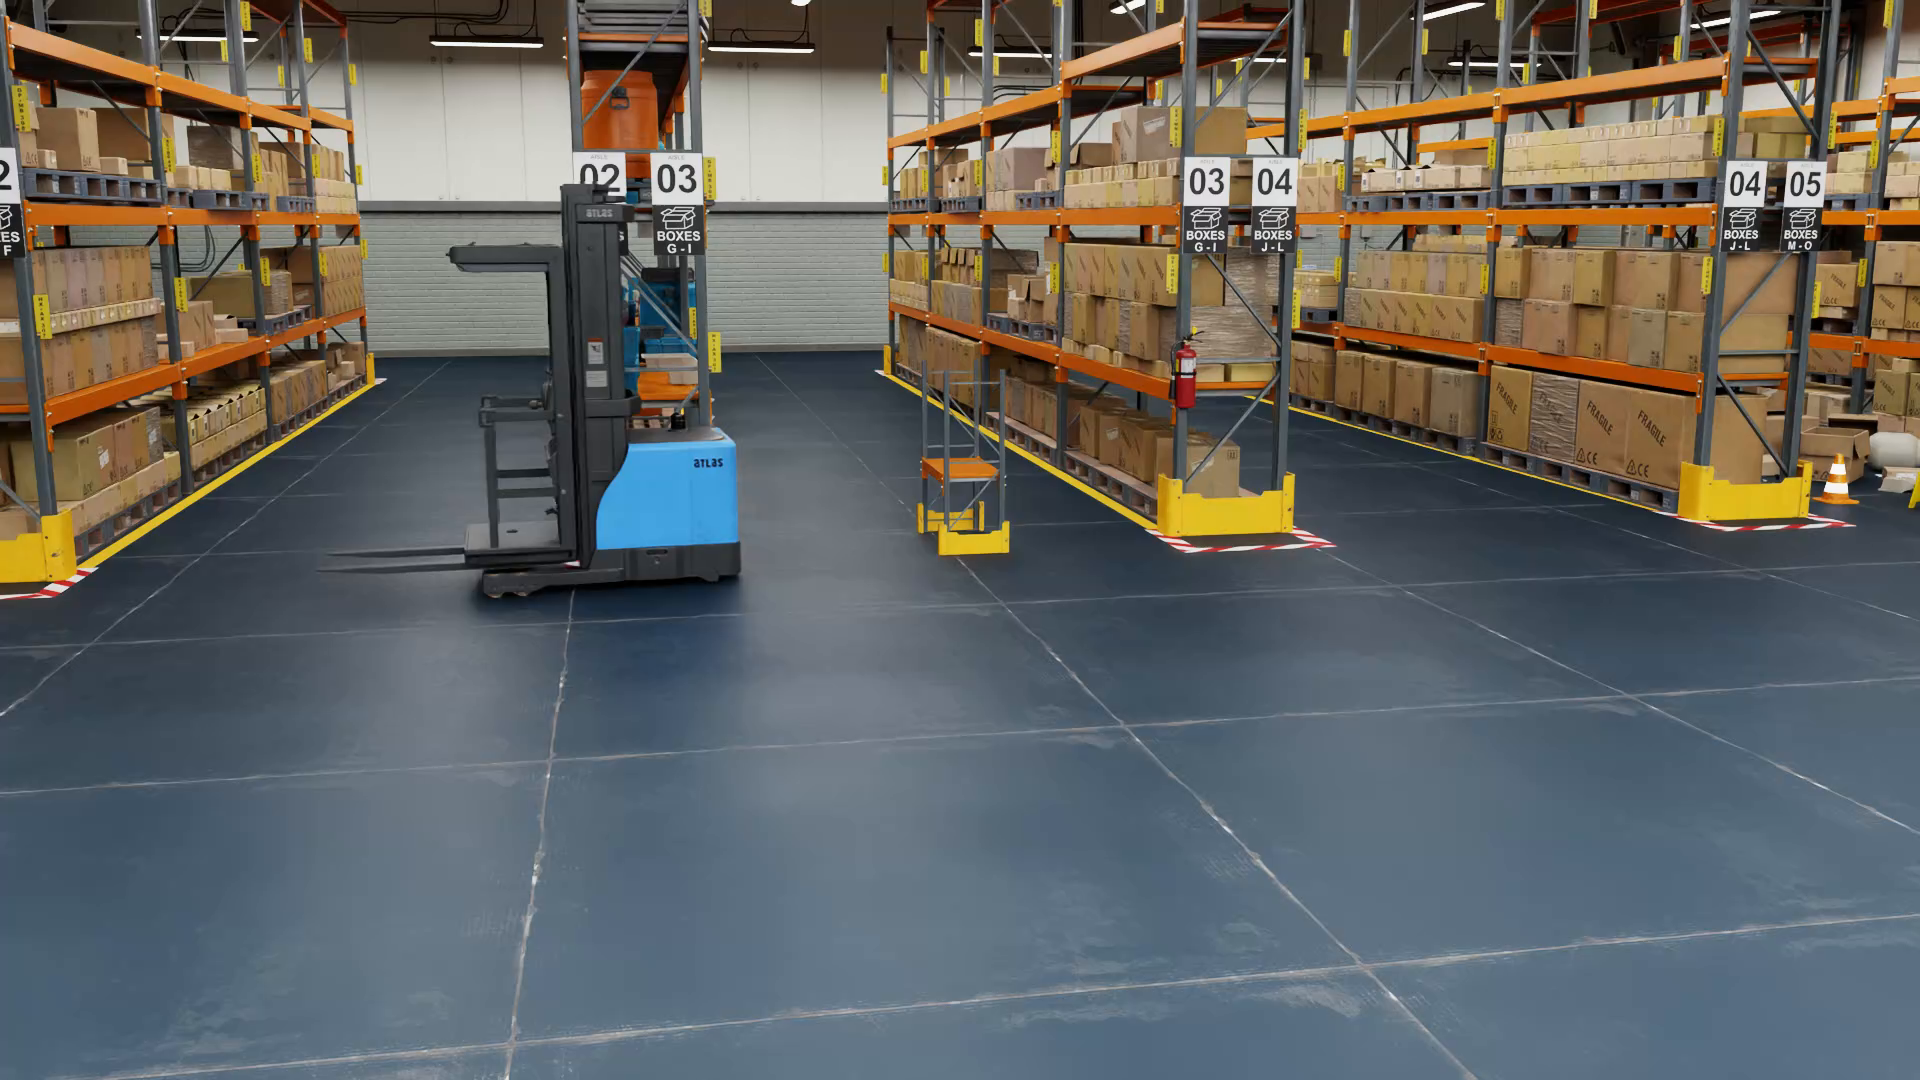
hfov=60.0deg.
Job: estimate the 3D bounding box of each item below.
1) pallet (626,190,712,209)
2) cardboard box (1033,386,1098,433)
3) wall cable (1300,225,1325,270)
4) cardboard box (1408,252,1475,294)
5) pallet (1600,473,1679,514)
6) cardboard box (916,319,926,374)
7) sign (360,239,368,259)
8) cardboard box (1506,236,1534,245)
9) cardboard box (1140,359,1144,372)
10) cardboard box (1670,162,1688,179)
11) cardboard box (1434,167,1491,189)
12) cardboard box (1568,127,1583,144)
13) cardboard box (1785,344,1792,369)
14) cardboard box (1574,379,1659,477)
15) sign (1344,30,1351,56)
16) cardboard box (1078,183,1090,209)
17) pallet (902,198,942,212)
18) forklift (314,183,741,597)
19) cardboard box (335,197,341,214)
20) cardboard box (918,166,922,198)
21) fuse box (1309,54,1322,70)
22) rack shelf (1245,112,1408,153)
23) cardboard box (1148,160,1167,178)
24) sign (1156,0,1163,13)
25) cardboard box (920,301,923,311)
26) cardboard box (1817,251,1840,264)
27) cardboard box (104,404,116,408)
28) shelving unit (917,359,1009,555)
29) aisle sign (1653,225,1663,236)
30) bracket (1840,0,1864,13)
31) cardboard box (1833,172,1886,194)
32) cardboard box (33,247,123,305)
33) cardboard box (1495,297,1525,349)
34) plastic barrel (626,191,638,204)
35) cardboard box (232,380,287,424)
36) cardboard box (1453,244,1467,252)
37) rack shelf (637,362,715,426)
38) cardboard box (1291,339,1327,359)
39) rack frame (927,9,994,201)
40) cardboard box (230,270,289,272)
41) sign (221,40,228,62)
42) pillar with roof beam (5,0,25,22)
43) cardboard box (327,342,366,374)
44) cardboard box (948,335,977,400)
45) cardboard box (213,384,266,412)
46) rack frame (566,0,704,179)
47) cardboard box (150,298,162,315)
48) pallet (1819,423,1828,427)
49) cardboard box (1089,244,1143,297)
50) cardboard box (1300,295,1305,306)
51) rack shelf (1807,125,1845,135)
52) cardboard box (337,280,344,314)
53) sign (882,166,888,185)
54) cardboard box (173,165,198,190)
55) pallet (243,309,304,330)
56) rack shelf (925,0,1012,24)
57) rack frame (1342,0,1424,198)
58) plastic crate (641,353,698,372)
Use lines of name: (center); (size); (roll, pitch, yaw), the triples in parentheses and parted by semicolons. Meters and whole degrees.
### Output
pallet: (-3.059, -3.344, 16.227); (1.213, 0.211, 1.003); (-2, 11, -11)
cardboard box: (1.281, -1.565, 19.904); (0.700, 0.500, 0.500); (-3, 11, -16)
wall cable: (7.830, -6.381, 36.901); (0.585, 1.953, 0.123); (-2, 11, -11)
cardboard box: (6.049, -3.345, 20.807); (0.700, 0.500, 0.500); (-2, 11, -12)
pallet: (6.994, -0.474, 16.125); (1.003, 0.211, 1.213); (-2, 11, -11)
cardboard box: (-0.218, -3.191, 27.500); (0.875, 0.875, 0.875); (-2, 11, -11)
sign: (-9.940, -4.854, 27.736); (0.100, 0.325, 0.005); (-2, 11, -11)
cardboard box: (9.356, -5.004, 27.788); (0.380, 0.149, 0.250); (-2, 11, -12)
cardboard box: (1.895, -1.644, 15.482); (0.380, 0.149, 0.250); (-2, 11, -11)
cardboard box: (6.781, -3.401, 15.302); (0.380, 0.149, 0.250); (-2, 11, -11)
cardboard box: (5.992, -4.308, 19.796); (0.500, 0.250, 0.500); (-2, 11, -11)
cardboard box: (6.434, -4.119, 16.941); (0.380, 0.149, 0.250); (-2, 11, -11)
cardboard box: (14.469, -3.163, 28.353); (0.500, 0.500, 0.500); (-2, 11, -9)
cardboard box: (6.856, -1.146, 16.757); (0.875, 0.875, 0.875); (-2, 11, -12)
sign: (5.140, -6.591, 22.049); (0.100, 0.325, 0.005); (-2, 11, -11)
cardboard box: (1.507, -3.484, 16.855); (0.500, 0.250, 0.500); (-2, 11, -12)
pallet: (-0.376, -5.543, 27.513); (1.003, 0.211, 1.213); (-2, 11, -11)
forklift: (-3.225, -1.135, 12.320); (3.031, 2.935, 1.130); (-3, 11, -15)
cardboard box: (-9.852, -5.153, 25.628); (0.500, 0.250, 0.500); (-2, 11, -11)
cardboard box: (-0.304, -5.758, 26.745); (0.700, 0.500, 0.500); (-2, 11, -8)
fuse box: (7.587, -10.372, 36.064); (0.513, 0.334, 0.176); (-2, 11, -11)
rack shelf: (5.281, -5.932, 24.289); (1.077, 0.370, 4.000); (-2, 11, -11)
cardboard box: (1.885, -3.272, 14.679); (0.380, 0.149, 0.250); (-3, 11, -13)
sign: (2.099, -5.734, 17.543); (0.100, 0.325, 0.005); (-2, 11, -11)
cardboard box: (-0.424, -3.708, 26.325); (0.380, 0.149, 0.250); (-2, 11, -10)
cardboard box: (10.826, -3.555, 20.933); (0.380, 0.149, 0.250); (-2, 11, -13)
cardboard box: (-8.372, -1.040, 15.865); (0.500, 0.500, 0.500); (-2, 11, -11)
shelving unit: (0.015, -0.723, 13.983); (0.587, 1.500, 1.083); (-2, 11, -11)
aisle sign: (13.517, -6.294, 32.288); (0.394, 0.787, 0.004); (-2, 11, -11)
bracket: (15.077, -9.068, 28.145); (0.235, 0.232, 0.430); (-2, 11, -11)
cardboard box: (11.028, -4.341, 20.236); (0.500, 0.250, 0.500); (-2, 11, -12)
cardboard box: (-7.866, -2.334, 14.697); (0.700, 0.500, 0.500); (-2, 11, -11)
cardboard box: (6.532, -2.441, 18.596); (0.875, 0.550, 0.550); (-2, 11, -11)
plastic barrel: (-3.607, -3.897, 17.288); (0.600, 0.901, 0.708); (-2, 11, -11)
cardboard box: (-8.741, -1.728, 20.764); (0.500, 0.500, 0.500); (-2, 11, -9)
cardboard box: (9.077, -4.995, 29.478); (0.500, 0.500, 0.500); (-2, 11, -11)
rack shelf: (-2.906, -1.372, 15.307); (1.077, 0.370, 4.000); (-2, 11, -11)
cardboard box: (5.088, -2.816, 24.528); (0.500, 0.250, 0.500); (-2, 11, -10)
rack frame: (0.007, -6.687, 25.261); (1.000, 3.000, 0.127); (-2, 11, -11)
cardboard box: (-9.838, -3.540, 23.385); (0.700, 0.500, 0.500); (-6, 12, -30)
sign: (-10.246, -6.809, 23.191); (0.100, 0.325, 0.005); (-2, 11, -11)
pillar with roof beam: (-12.498, -7.500, 29.535); (9.100, 9.000, 0.548); (-2, 11, -11)
cardboard box: (-10.141, -3.011, 27.503); (0.500, 0.500, 0.500); (-2, 11, -11)
cardboard box: (0.506, -2.460, 23.656); (1.225, 0.875, 0.875); (-2, 11, -11)
cardboard box: (-8.589, -1.690, 19.786); (0.500, 0.311, 0.500); (-2, 11, -10)
rack frame: (-2.517, -4.306, 12.751); (1.000, 3.000, 0.127); (-2, 11, -11)
cardboard box: (-7.892, -2.238, 15.933); (0.380, 0.149, 0.250); (-2, 11, -11)
pallet: (11.131, -1.406, 21.017); (1.003, 0.211, 1.213); (-2, 11, -11)
cardboard box: (1.597, -2.684, 16.537); (0.500, 0.500, 0.500); (-2, 11, -11)
cardboard box: (5.026, -3.417, 23.677); (0.380, 0.149, 0.250); (-2, 11, -10)
rack shelf: (14.207, -7.240, 30.101); (1.077, 0.370, 4.000); (-2, 11, -11)
cardboard box: (-9.740, -3.718, 25.442); (0.500, 0.500, 0.500); (-2, 11, -11)
sign: (-1.316, -6.396, 29.206); (0.100, 0.325, 0.005); (-2, 11, -11)
cardboard box: (-8.467, -3.872, 17.772); (0.500, 0.250, 0.500); (-3, 11, -16)
pallet: (-9.315, -2.909, 21.969); (1.003, 0.211, 1.213); (-2, 11, -11)
rack shelf: (0.396, -7.599, 23.090); (1.077, 0.370, 4.000); (-2, 11, -11)
rack frame: (5.670, -6.115, 22.257); (1.000, 3.000, 0.127); (-2, 11, -11)
plastic crate: (-2.731, -1.674, 15.675); (0.530, 0.136, 0.437); (-2, 11, -11)
